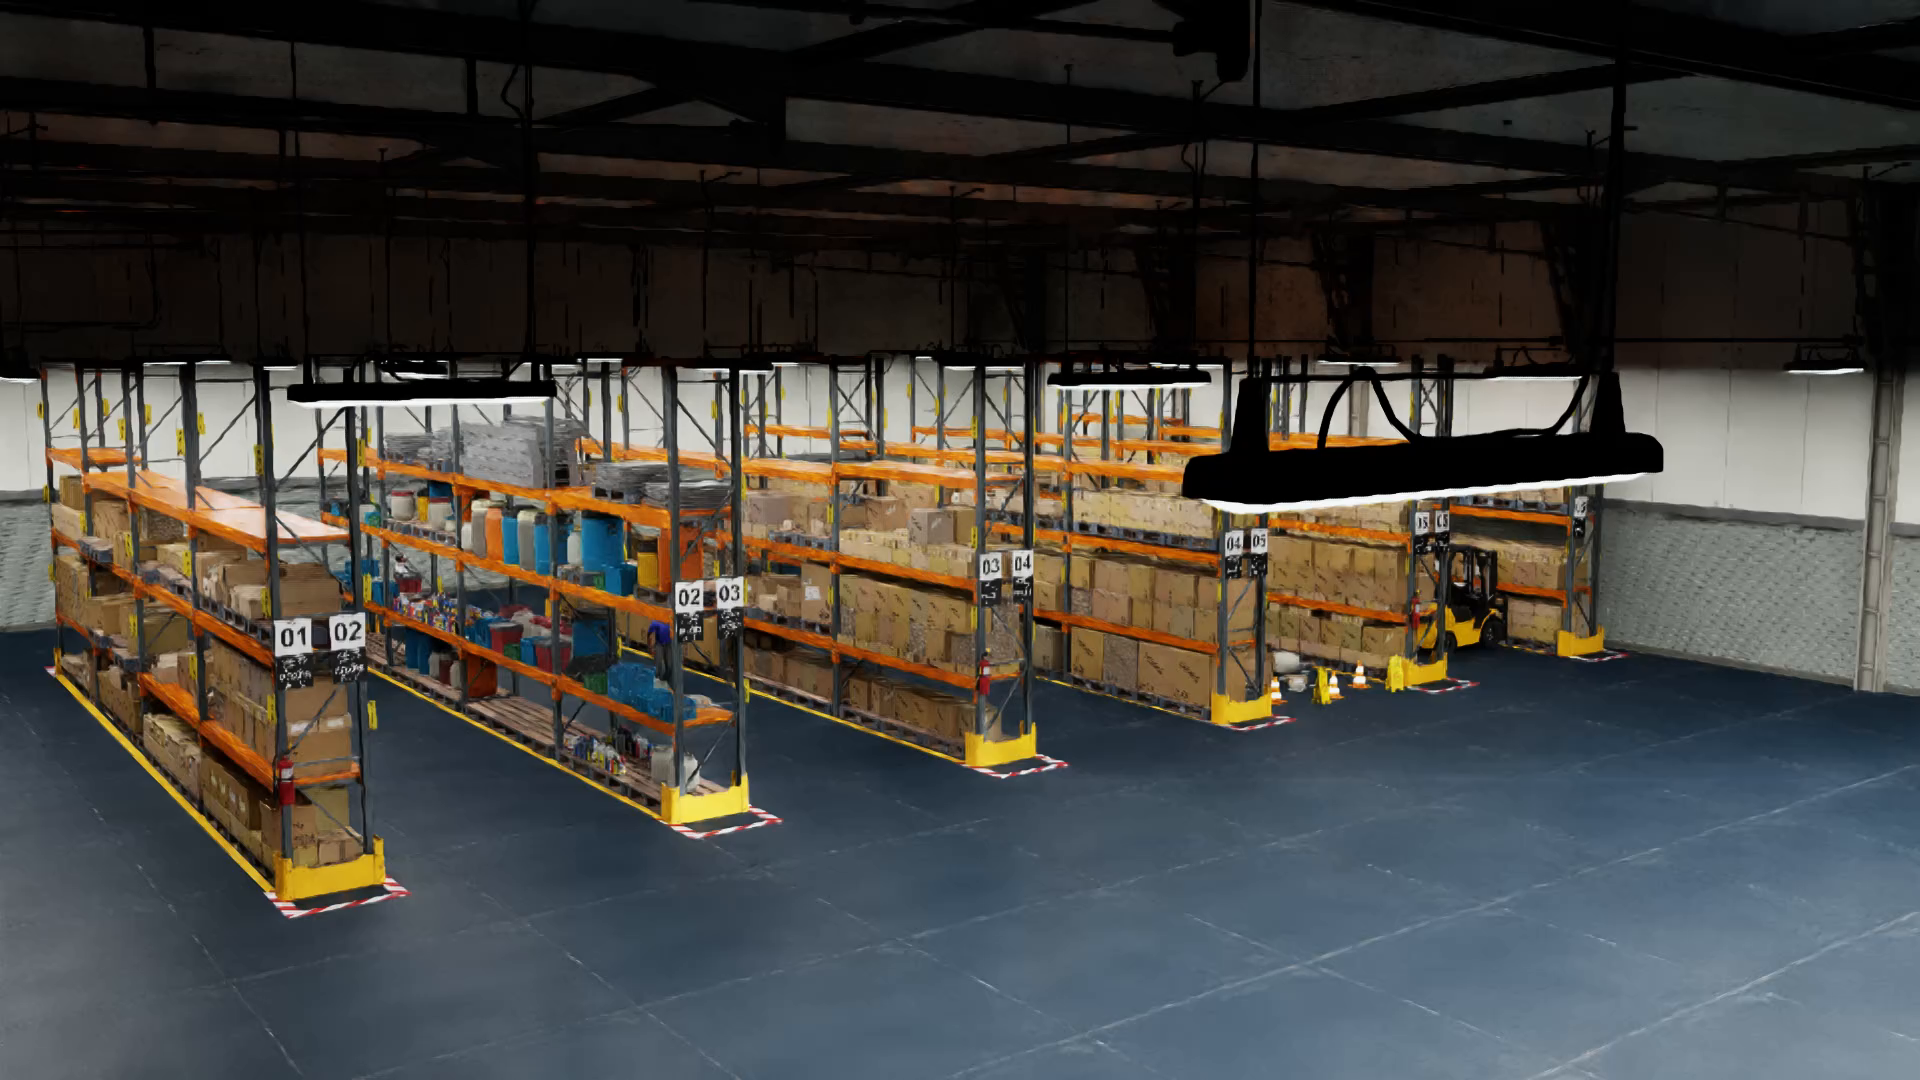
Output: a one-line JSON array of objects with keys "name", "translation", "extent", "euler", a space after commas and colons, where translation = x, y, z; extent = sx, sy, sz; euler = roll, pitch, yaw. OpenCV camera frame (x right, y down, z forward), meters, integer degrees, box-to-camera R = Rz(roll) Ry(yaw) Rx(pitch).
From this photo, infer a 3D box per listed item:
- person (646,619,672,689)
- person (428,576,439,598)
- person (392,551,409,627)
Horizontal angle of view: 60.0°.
[{"name": "person", "translation": [-5.360, 1.959, 29.956], "extent": [0.592, 1.590, 0.513], "euler": [-5, 9, -37]}, {"name": "person", "translation": [-10.398, 1.534, 33.079], "extent": [0.376, 1.656, 0.555], "euler": [-5, 8, -34]}, {"name": "person", "translation": [-12.406, 1.097, 36.710], "extent": [0.462, 1.655, 0.631], "euler": [-1, 7, -11]}]
